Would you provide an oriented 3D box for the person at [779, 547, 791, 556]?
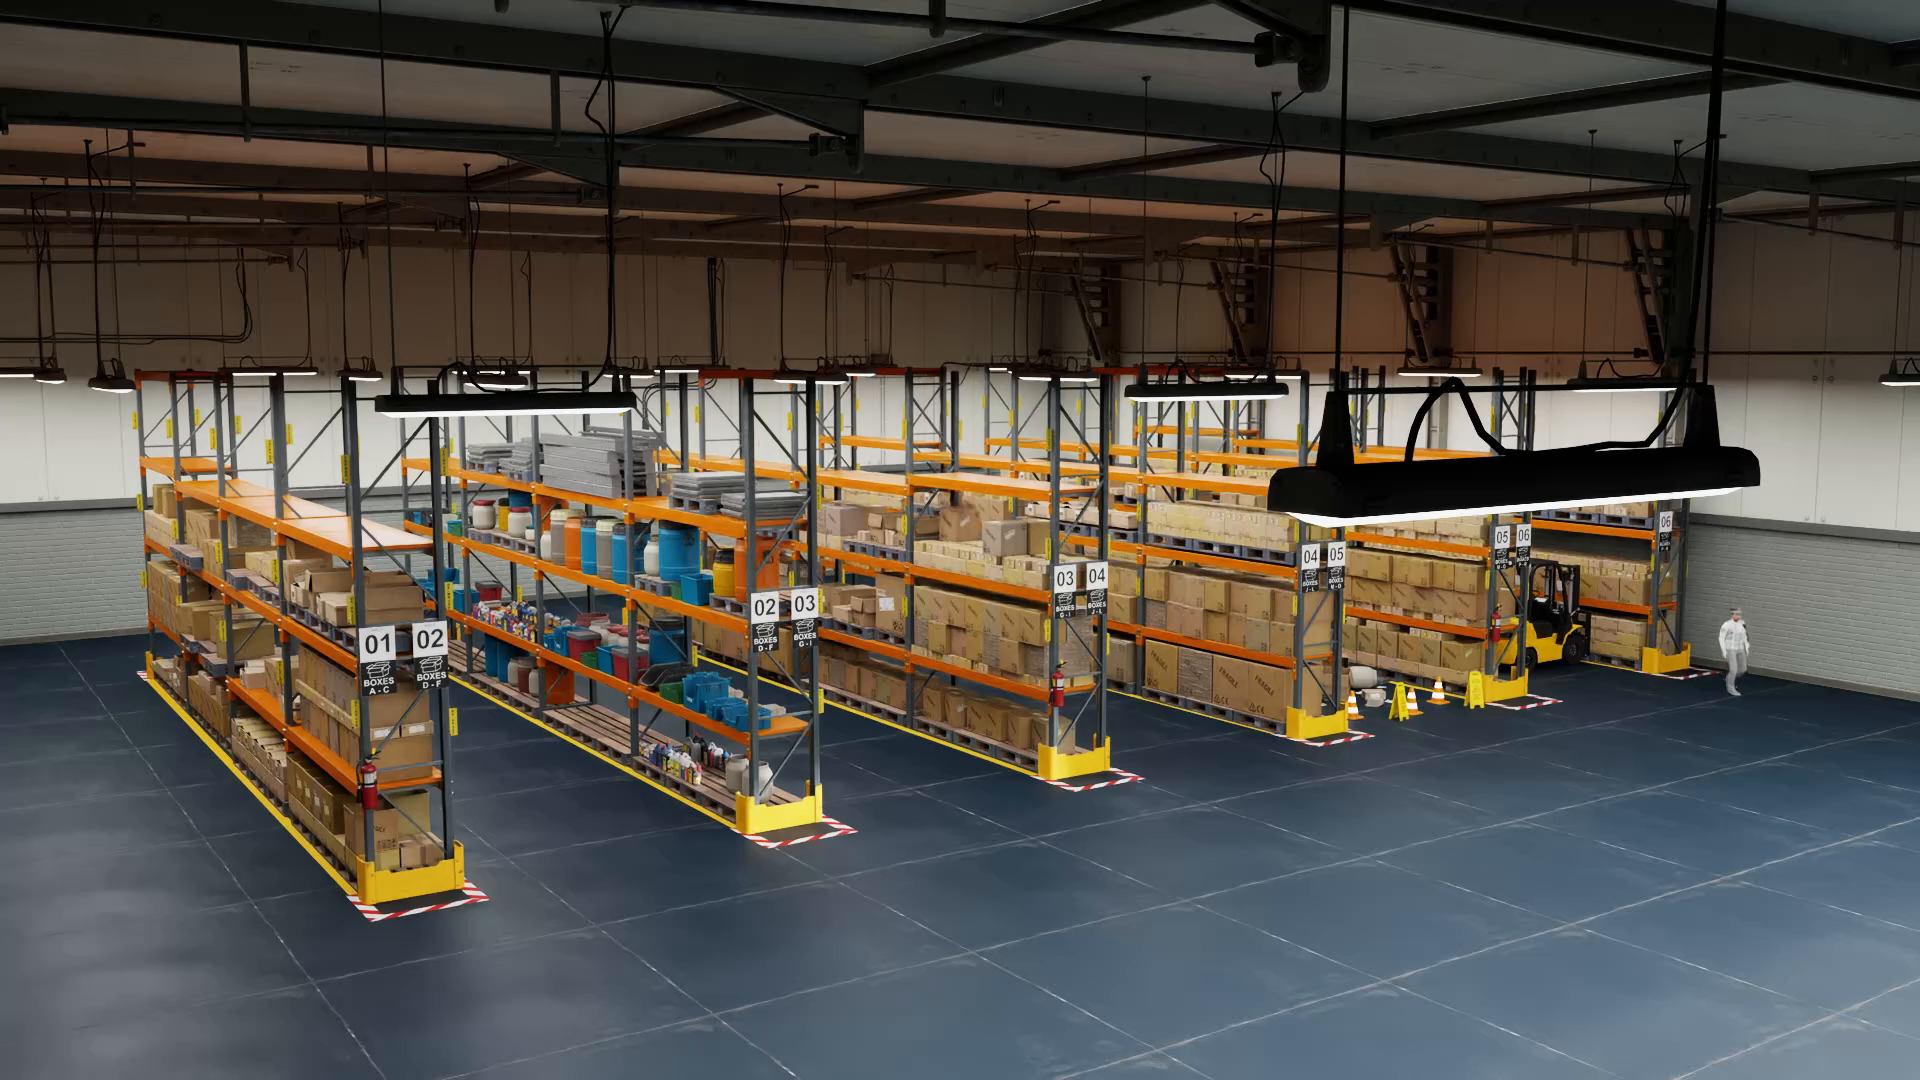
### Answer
[{"bbox_3d":[-4.347,0.899,40.512,0.530,1.721,1.071,2,7,14],"label":"person"}]

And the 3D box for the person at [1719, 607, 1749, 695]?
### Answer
[{"bbox_3d":[14.343,2.037,30.864,0.566,1.659,0.464,-2,7,-15],"label":"person"}]

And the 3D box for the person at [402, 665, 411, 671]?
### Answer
[{"bbox_3d":[-9.245,2.387,27.106,0.684,1.720,1.039,-4,8,-33],"label":"person"}]
